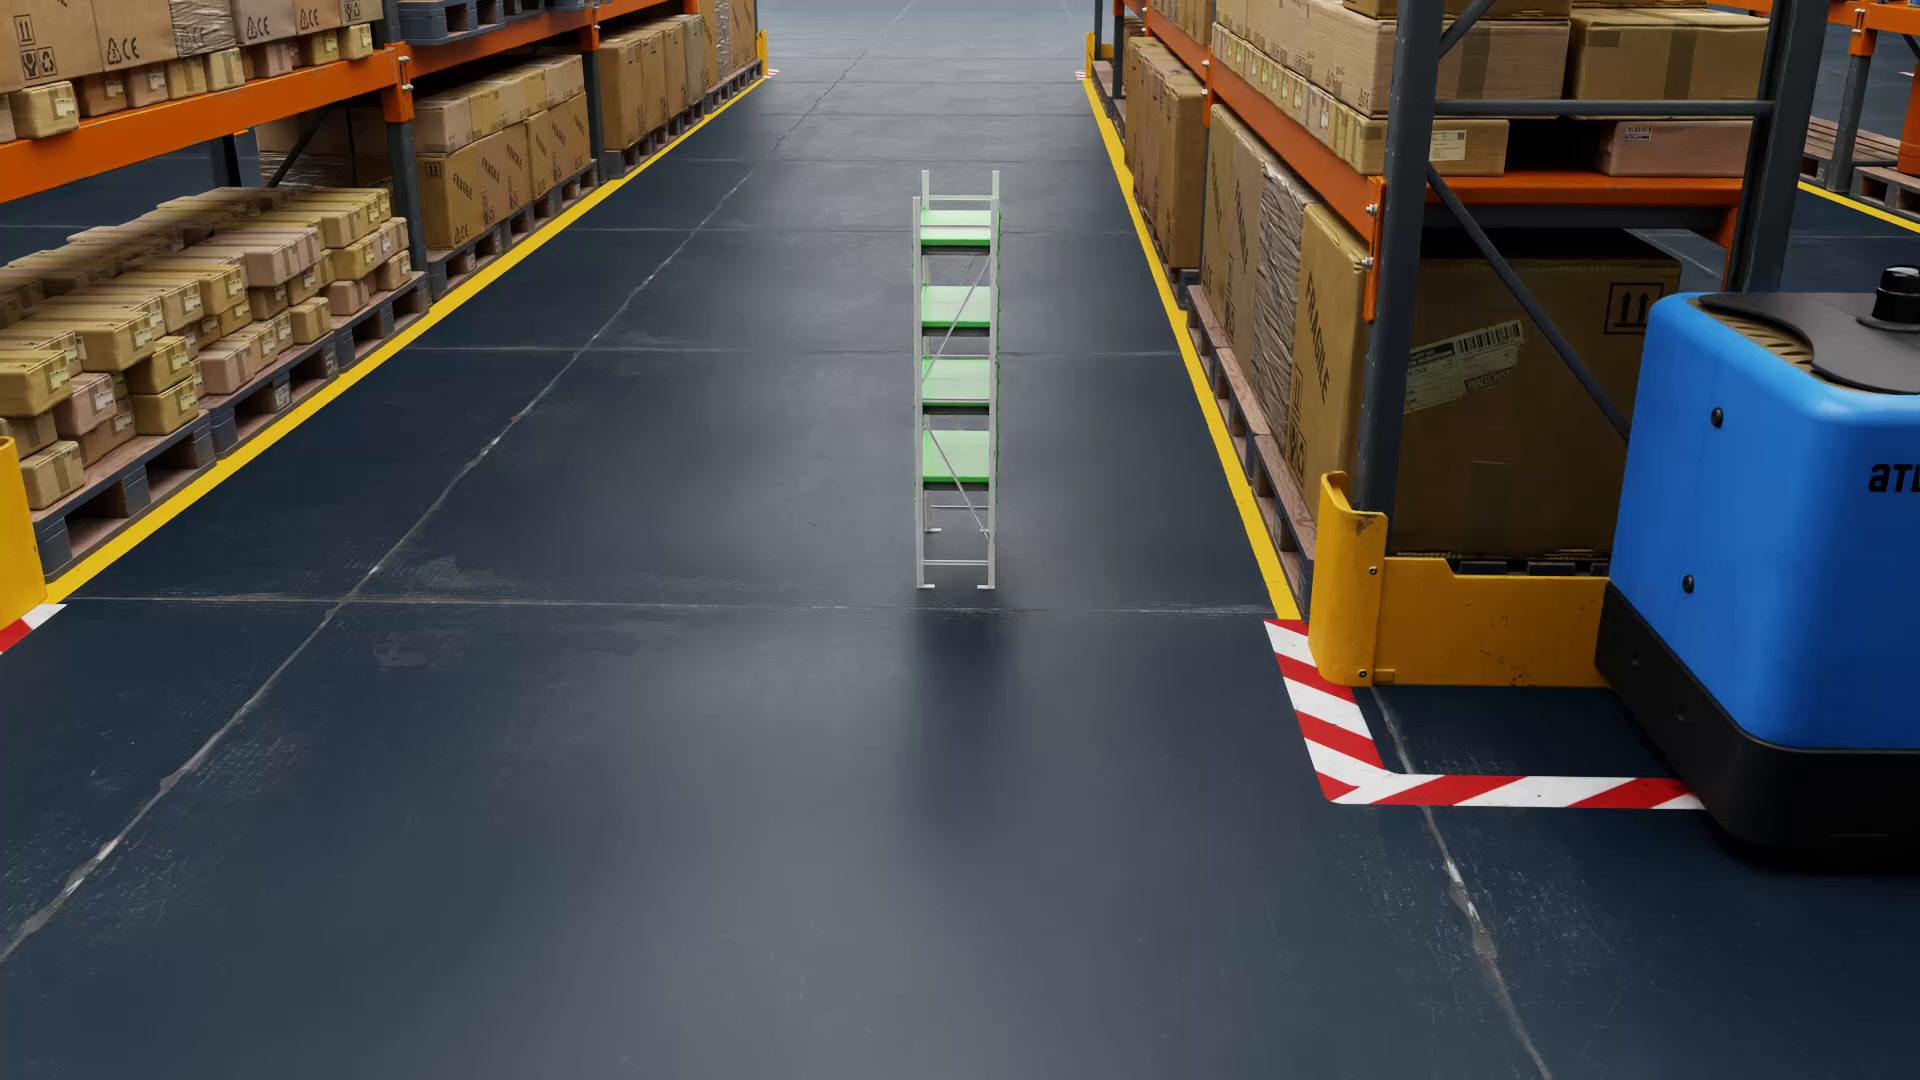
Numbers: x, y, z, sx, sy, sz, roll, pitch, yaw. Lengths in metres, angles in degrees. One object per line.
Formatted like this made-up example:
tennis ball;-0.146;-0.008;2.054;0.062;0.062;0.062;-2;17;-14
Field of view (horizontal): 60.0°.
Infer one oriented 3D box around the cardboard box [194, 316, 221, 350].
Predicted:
cardboard box;-3.122;-0.824;6.455;0.380;0.149;0.250;2;21;4

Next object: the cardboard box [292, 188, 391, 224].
cardboard box;-3.004;-1.616;8.085;0.380;0.149;0.250;1;21;3

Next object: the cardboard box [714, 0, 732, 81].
cardboard box;-2.897;-5.254;17.279;0.875;0.875;0.875;1;21;2

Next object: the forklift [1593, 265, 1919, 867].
forklift;3.209;-0.807;3.557;3.031;2.935;1.130;0;21;1

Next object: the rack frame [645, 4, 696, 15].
rack frame;-3.010;-5.496;15.547;1.000;3.000;0.127;1;21;2

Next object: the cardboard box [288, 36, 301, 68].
cardboard box;-3.071;-2.098;7.136;0.380;0.149;0.250;0;21;0

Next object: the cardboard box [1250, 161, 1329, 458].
cardboard box;1.547;-0.833;5.885;0.875;0.875;0.875;1;21;2

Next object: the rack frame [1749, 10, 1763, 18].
rack frame;6.896;-5.350;15.171;1.000;3.000;0.127;1;21;2

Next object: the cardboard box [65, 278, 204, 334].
cardboard box;-3.053;-0.868;6.158;0.380;0.149;0.250;1;21;4

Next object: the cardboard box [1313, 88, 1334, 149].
cardboard box;1.277;-1.266;4.993;0.380;0.149;0.250;1;21;2

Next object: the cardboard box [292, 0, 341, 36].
cardboard box;-3.002;-2.423;7.077;0.500;0.500;0.500;0;21;0

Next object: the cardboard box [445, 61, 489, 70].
cardboard box;-3.410;-3.000;10.951;0.500;0.250;0.500;0;21;1

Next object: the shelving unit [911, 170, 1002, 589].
shelving unit;-0.005;-0.500;5.158;0.258;1.200;0.503;1;21;2

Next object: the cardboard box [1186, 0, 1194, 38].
cardboard box;1.465;-2.910;8.743;0.500;0.500;0.500;1;21;3

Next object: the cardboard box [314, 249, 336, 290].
cardboard box;-3.037;-1.207;7.442;0.380;0.149;0.250;1;21;2

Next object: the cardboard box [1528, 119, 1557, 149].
cardboard box;1.934;-1.259;4.974;0.380;0.149;0.250;0;21;0

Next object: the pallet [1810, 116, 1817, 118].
pallet;6.911;-3.766;14.943;1.003;0.211;1.213;1;21;2

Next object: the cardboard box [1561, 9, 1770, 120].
cardboard box;1.864;-1.305;4.542;0.500;0.250;0.500;0;21;0

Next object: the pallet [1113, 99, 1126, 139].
pallet;1.923;-3.823;15.091;1.003;0.211;1.213;1;21;2

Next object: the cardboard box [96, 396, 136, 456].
cardboard box;-3.112;-0.395;5.761;0.380;0.149;0.250;1;21;2

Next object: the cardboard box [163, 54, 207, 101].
cardboard box;-3.041;-1.718;6.157;0.380;0.149;0.250;1;21;4

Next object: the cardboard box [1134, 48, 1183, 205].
cardboard box;1.747;-2.592;10.420;1.225;0.875;0.875;1;21;2

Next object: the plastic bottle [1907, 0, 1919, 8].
plastic bottle;6.438;-3.693;11.072;0.152;0.276;0.135;1;21;2

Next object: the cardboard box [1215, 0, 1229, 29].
cardboard box;1.426;-2.414;7.400;0.500;0.250;0.500;0;21;1

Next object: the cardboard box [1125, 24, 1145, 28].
cardboard box;2.009;-5.213;17.693;0.500;0.500;0.500;3;21;7

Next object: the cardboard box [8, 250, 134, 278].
cardboard box;-3.544;-1.060;6.653;0.380;0.149;0.250;1;21;2

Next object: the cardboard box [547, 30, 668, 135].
cardboard box;-3.000;-3.732;13.530;1.050;0.750;0.750;1;21;2

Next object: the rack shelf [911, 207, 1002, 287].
rack shelf;-0.005;-0.887;5.007;0.258;0.148;0.480;1;21;2

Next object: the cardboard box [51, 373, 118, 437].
cardboard box;-3.037;-0.447;5.485;0.380;0.149;0.250;1;21;1

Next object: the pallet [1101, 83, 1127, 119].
pallet;1.930;-4.348;16.443;1.003;0.211;1.213;1;21;2

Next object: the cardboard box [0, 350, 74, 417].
cardboard box;-3.019;-0.487;5.175;0.380;0.149;0.250;0;21;-1

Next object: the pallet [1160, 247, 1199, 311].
pallet;1.650;-1.492;9.082;1.003;0.211;1.213;1;21;2

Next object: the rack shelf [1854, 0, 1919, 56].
rack shelf;6.713;-2.845;9.710;1.077;0.370;4.000;1;21;2

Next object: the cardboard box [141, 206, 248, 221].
cardboard box;-3.497;-1.434;7.617;0.380;0.149;0.250;0;21;1

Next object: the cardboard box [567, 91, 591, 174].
cardboard box;-2.890;-2.839;11.575;0.500;0.500;0.500;1;21;1

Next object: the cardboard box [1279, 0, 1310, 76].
cardboard box;1.361;-1.680;5.509;0.500;0.250;0.500;0;21;0

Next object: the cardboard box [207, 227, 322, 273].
cardboard box;-2.974;-1.241;7.119;0.380;0.149;0.250;0;21;-1

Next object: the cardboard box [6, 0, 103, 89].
cardboard box;-3.094;-1.695;5.202;0.500;0.500;0.500;1;21;2

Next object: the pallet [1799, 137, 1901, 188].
pallet;6.836;-2.884;12.669;1.003;0.211;1.213;1;21;2

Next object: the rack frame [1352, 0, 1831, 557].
rack frame;1.580;-1.066;4.130;1.000;3.000;0.127;1;21;2

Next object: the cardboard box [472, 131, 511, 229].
cardboard box;-2.951;-2.089;9.642;0.500;0.500;0.500;2;21;4

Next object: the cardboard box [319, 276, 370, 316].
cardboard box;-2.959;-1.135;7.669;0.380;0.149;0.250;0;21;0

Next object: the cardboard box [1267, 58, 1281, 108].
cardboard box;1.308;-1.634;5.941;0.380;0.149;0.250;1;21;3

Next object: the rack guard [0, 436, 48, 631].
rack guard;-3.372;-0.019;4.887;1.175;0.500;0.348;1;21;2

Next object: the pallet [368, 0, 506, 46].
pallet;-3.084;-2.789;8.835;1.003;0.211;1.213;1;21;2

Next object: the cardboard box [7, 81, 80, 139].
cardboard box;-3.009;-1.343;5.190;0.380;0.149;0.250;0;21;0

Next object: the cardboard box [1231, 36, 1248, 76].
cardboard box;1.338;-2.006;6.901;0.380;0.149;0.250;0;21;0

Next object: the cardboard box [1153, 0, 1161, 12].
cardboard box;1.523;-3.646;10.640;0.500;0.500;0.500;0;21;0

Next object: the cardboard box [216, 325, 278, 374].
cardboard box;-3.005;-0.769;6.725;0.380;0.149;0.250;1;21;2

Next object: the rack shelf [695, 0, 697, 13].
rack shelf;-2.949;-5.884;17.540;1.077;0.370;4.000;1;21;2

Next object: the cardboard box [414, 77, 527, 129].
cardboard box;-2.933;-2.625;9.985;0.500;0.250;0.500;1;21;4

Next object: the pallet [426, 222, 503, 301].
pallet;-3.231;-1.585;9.322;1.003;0.211;1.213;1;21;2

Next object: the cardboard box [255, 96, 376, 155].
cardboard box;-3.483;-2.255;9.034;0.500;0.250;0.500;0;21;0

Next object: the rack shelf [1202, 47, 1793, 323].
rack shelf;1.641;-1.454;6.123;1.077;0.370;4.000;1;21;2
